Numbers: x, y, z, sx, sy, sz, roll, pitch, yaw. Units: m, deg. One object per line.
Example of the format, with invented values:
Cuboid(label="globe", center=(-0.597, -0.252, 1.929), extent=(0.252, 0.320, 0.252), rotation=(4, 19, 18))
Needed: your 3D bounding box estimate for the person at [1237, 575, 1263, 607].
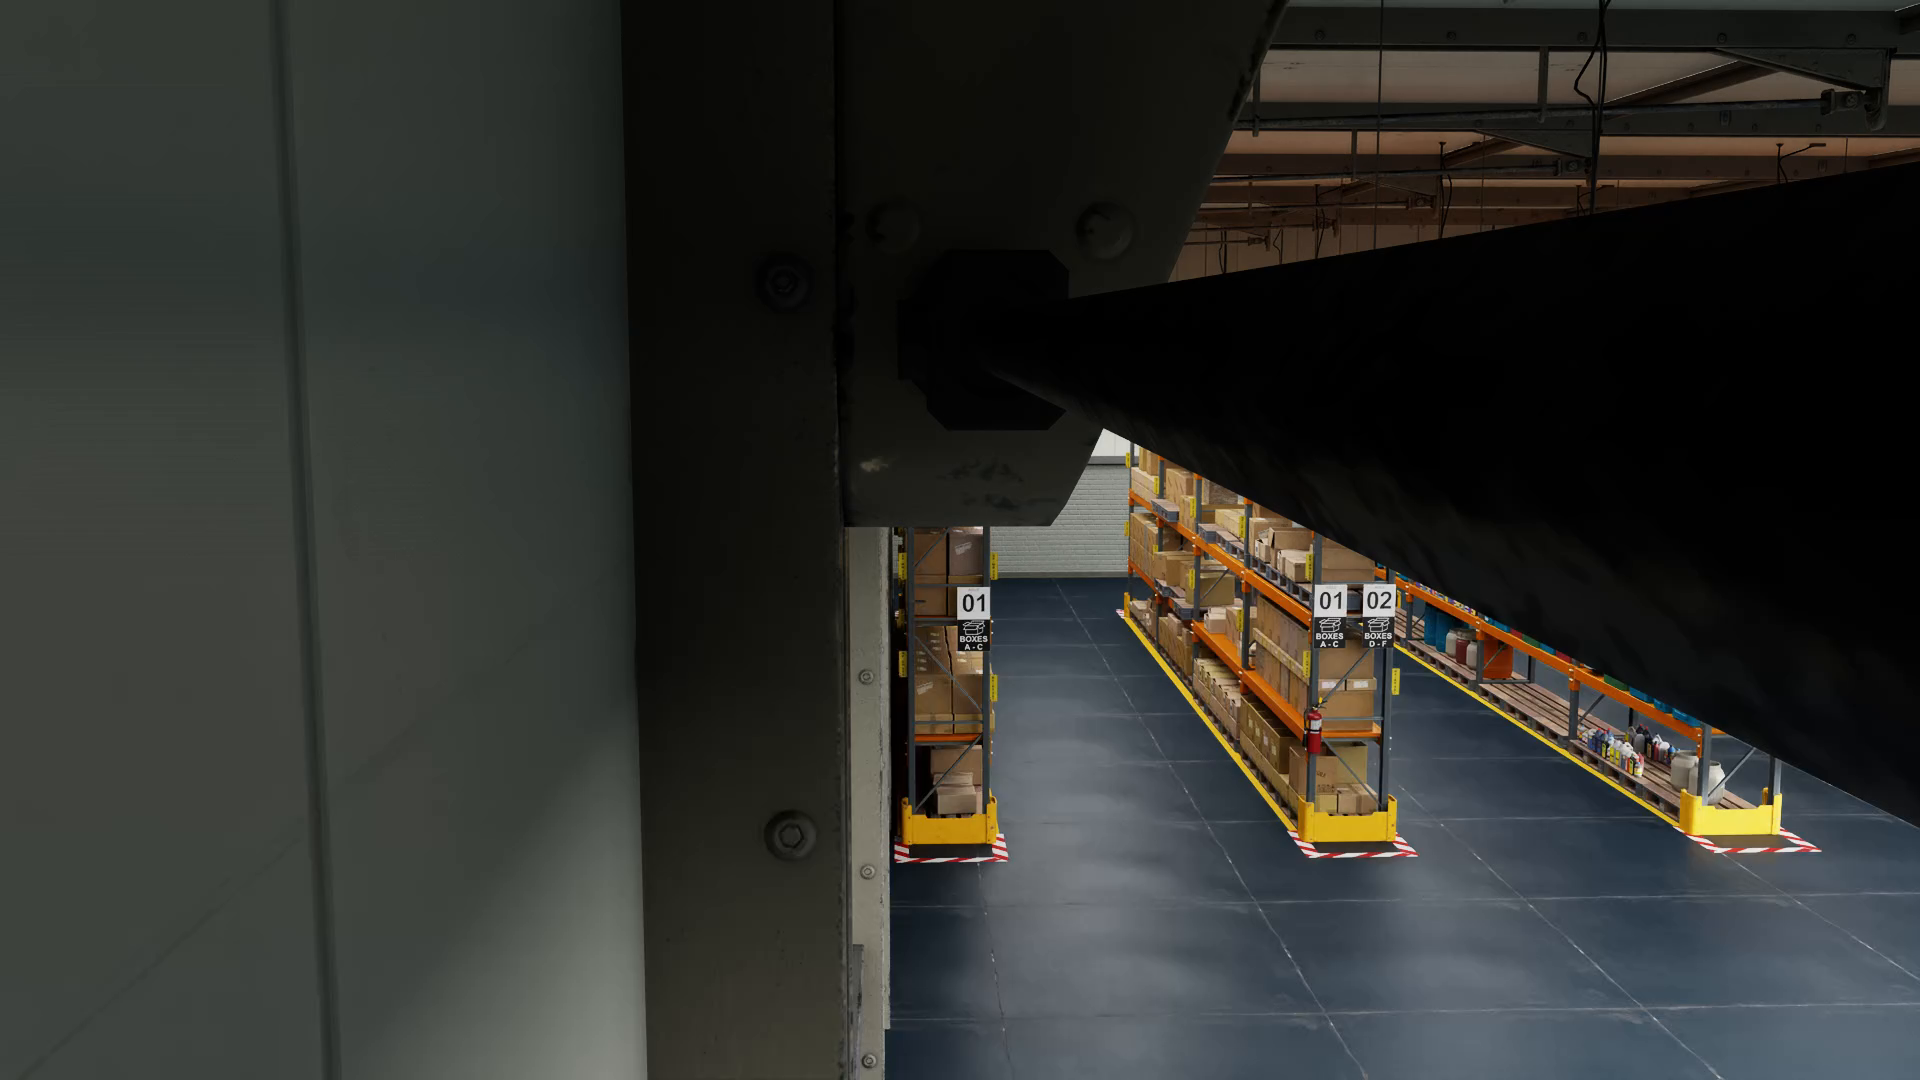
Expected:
Cuboid(label="person", center=(6.157, 1.014, 35.040), extent=(0.676, 1.705, 0.684), rotation=(-1, 7, -8))
